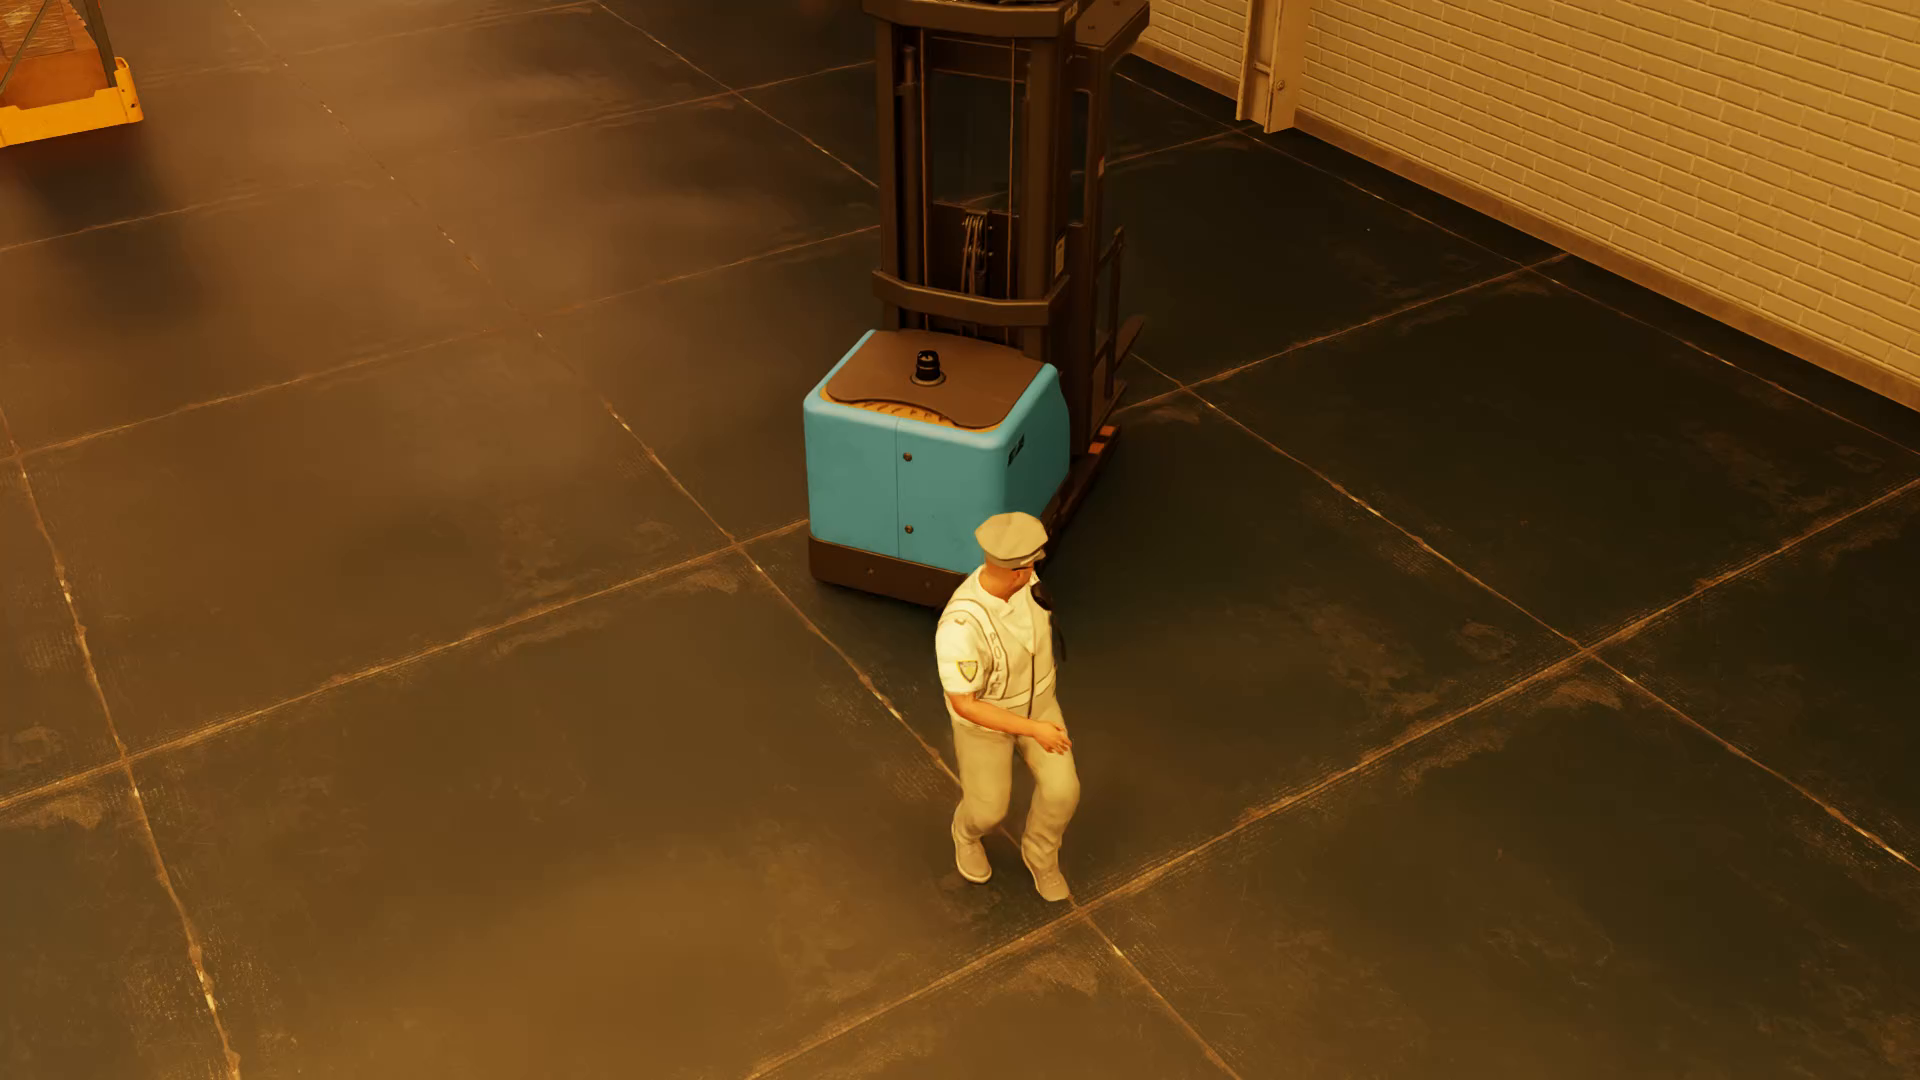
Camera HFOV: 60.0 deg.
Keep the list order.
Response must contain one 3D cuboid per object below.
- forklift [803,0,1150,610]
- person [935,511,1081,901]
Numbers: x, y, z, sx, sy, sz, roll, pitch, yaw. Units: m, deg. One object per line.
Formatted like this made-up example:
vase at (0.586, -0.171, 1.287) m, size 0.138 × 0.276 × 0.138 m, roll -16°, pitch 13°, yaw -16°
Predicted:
forklift at (0.264, -1.658, 8.507) m, size 1.130 × 2.935 × 3.031 m, roll 13°, pitch 37°, yaw 18°
person at (0.145, 0.658, 6.360) m, size 0.631 × 1.760 × 0.798 m, roll -21°, pitch 40°, yaw -27°
